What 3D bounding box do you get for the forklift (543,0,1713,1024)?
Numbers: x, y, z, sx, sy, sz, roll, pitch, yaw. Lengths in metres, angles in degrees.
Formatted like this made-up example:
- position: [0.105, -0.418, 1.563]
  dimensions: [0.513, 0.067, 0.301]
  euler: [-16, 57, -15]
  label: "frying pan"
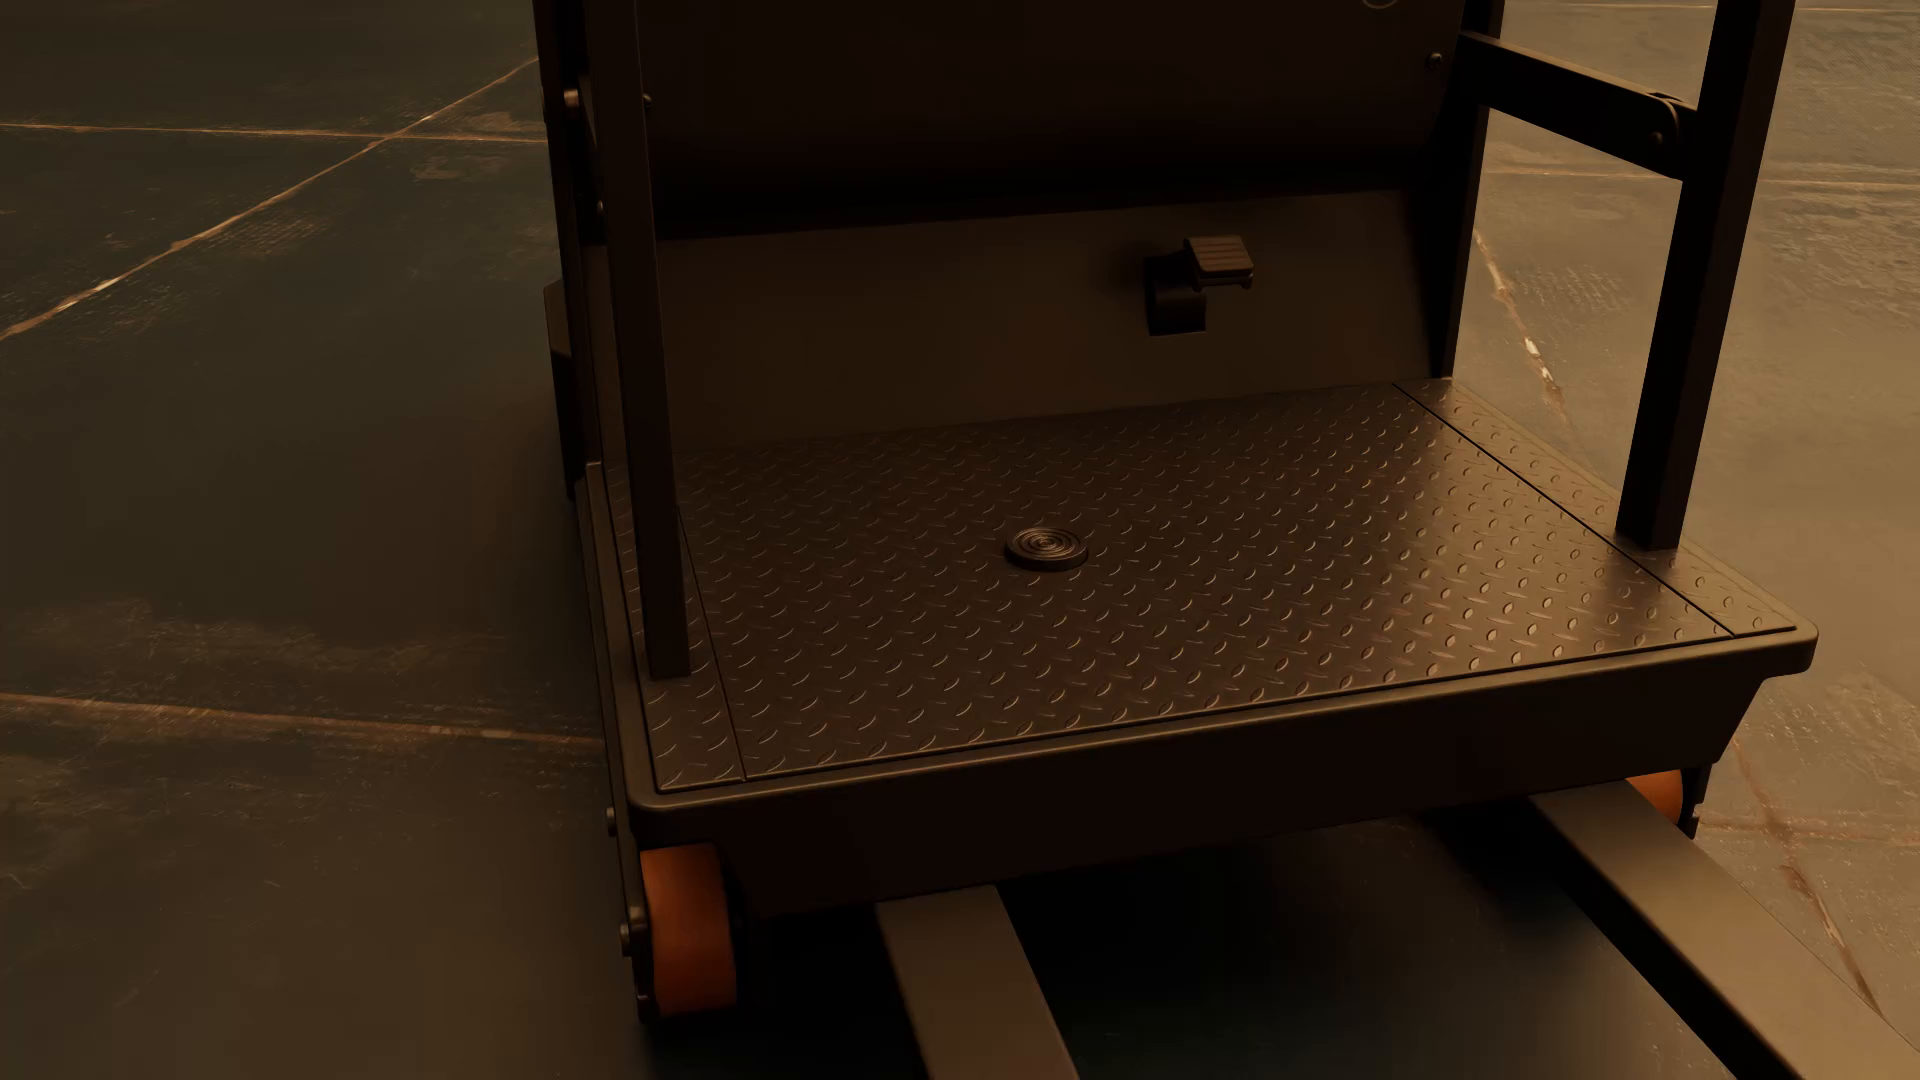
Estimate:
- position: [0.153, -1.049, 1.319]
  dimensions: [1.130, 2.935, 3.031]
  euler: [-7, 27, -13]
  label: "forklift"
